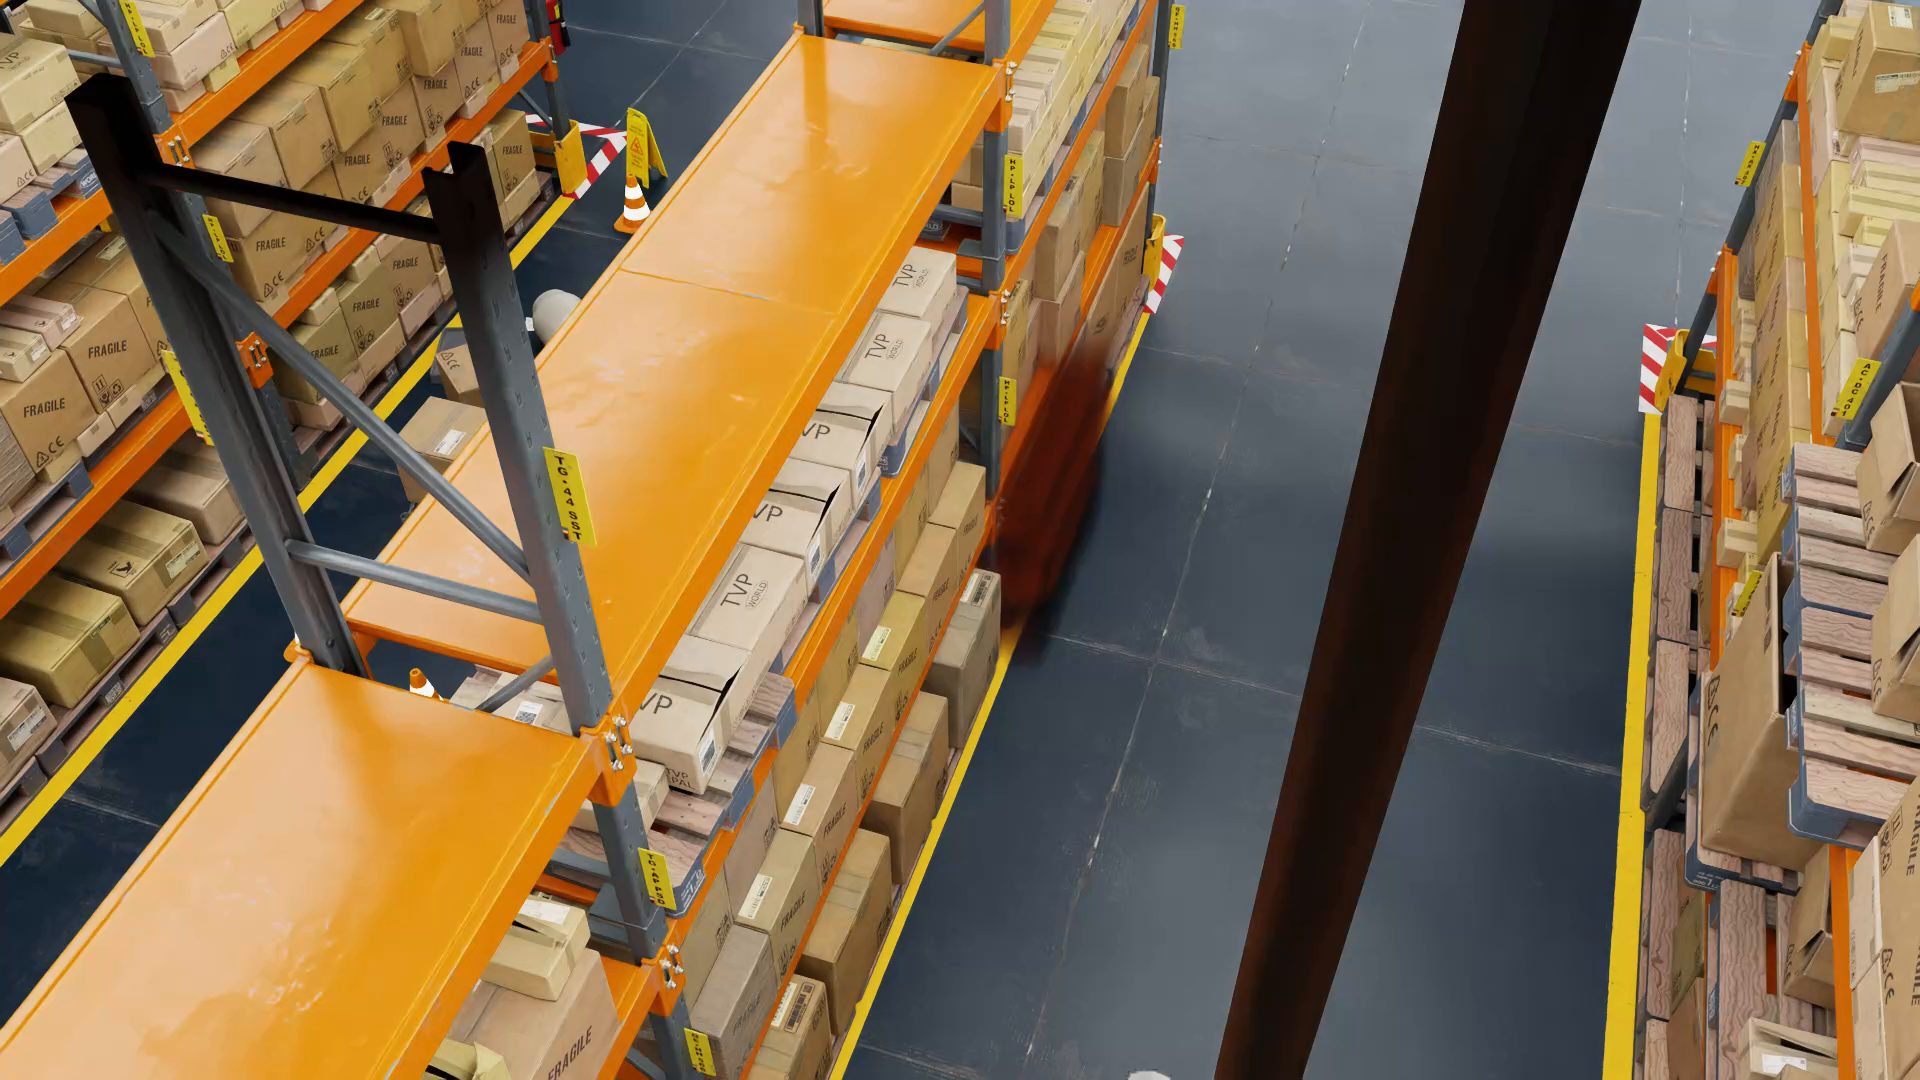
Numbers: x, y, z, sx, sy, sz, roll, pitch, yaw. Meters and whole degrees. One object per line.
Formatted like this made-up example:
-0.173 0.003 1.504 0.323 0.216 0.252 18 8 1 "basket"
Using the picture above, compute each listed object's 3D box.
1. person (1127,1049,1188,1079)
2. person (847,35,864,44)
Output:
0.709 2.894 7.195 0.559 1.561 0.805 22 50 20 "person"
-0.740 -5.000 14.786 0.598 1.728 0.915 19 49 18 "person"
